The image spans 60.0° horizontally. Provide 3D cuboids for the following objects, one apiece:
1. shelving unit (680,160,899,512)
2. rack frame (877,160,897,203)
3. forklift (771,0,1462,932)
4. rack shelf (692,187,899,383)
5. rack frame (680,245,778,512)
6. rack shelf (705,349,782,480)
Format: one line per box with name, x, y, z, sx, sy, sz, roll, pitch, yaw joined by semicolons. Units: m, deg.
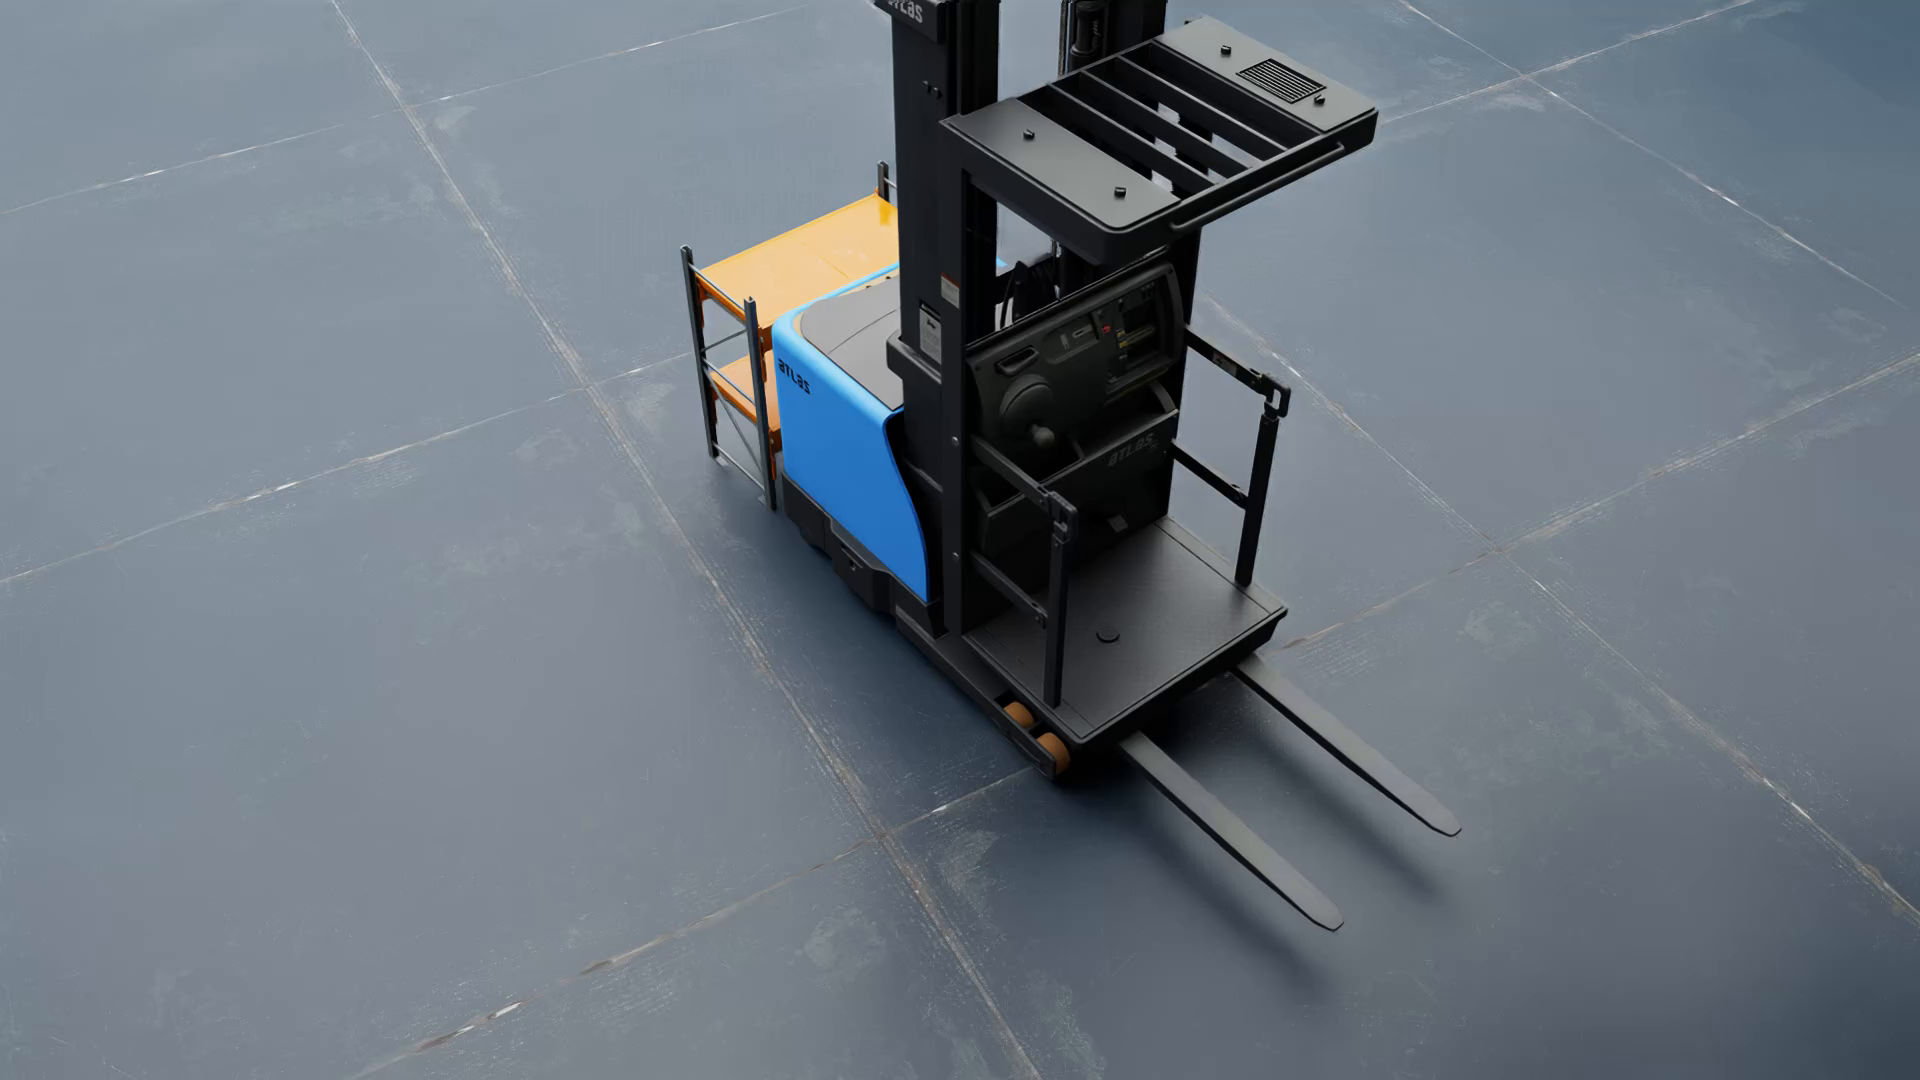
shelving unit;-0.584;-0.893;7.292;1.048;1.125;0.538;-30;52;-27
rack frame;-0.193;-1.119;7.525;0.032;1.125;0.500;-30;52;-27
forklift;0.552;-0.559;5.651;1.130;2.935;3.031;-29;51;-27
rack shelf;-0.584;-1.103;7.088;1.000;0.278;0.538;-30;52;-27
rack frame;-0.975;-0.667;7.059;0.032;1.125;0.500;-30;52;-27
rack shelf;-0.584;-0.718;7.462;1.000;0.278;0.538;-30;52;-27
